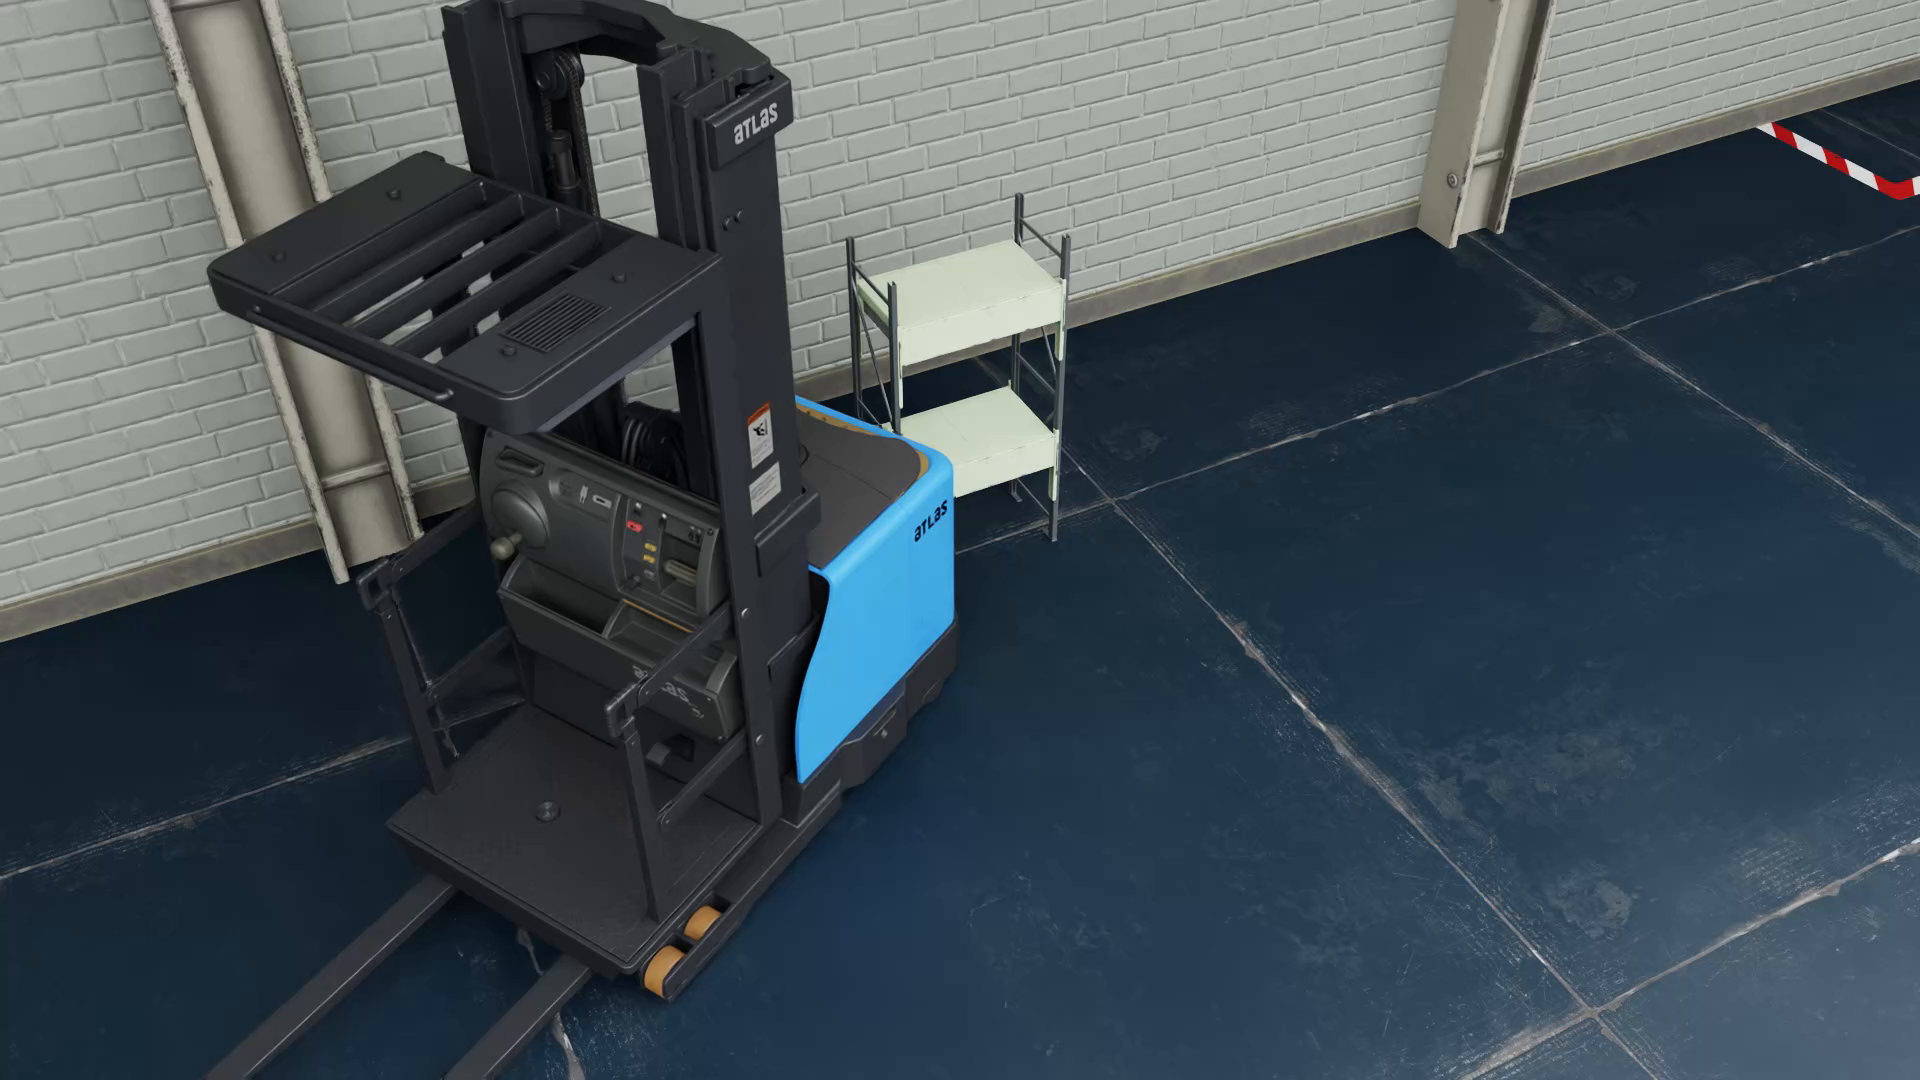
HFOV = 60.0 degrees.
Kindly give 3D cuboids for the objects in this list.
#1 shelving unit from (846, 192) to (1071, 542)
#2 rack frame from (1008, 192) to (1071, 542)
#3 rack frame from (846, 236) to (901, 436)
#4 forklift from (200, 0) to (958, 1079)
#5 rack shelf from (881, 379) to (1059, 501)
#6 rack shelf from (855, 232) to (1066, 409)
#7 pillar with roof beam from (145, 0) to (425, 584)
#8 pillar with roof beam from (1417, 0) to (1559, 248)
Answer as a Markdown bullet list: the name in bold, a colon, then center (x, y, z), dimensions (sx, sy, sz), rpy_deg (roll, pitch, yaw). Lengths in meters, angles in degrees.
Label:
- **shelving unit**: center (-0.006, -0.570, 6.763), dimensions (0.755, 1.500, 0.431), rpy_deg (-19, 44, -21)
- **rack frame**: center (0.319, -0.680, 6.892), dimensions (0.023, 1.500, 0.400), rpy_deg (-19, 44, -21)
- **rack frame**: center (-0.331, -0.461, 6.634), dimensions (0.023, 1.500, 0.400), rpy_deg (-19, 44, -21)
- **forklift**: center (-1.224, 0.035, 4.941), dimensions (1.130, 2.935, 3.031), rpy_deg (22, 45, 24)
- **rack shelf**: center (-0.006, -0.322, 6.974), dimensions (0.720, 0.370, 0.431), rpy_deg (-19, 44, -21)
- **rack shelf**: center (-0.006, -0.868, 6.511), dimensions (0.720, 0.370, 0.431), rpy_deg (-19, 44, -21)
- **pillar with roof beam**: center (-0.541, -0.926, 1.379), dimensions (0.400, 9.000, 9.100), rpy_deg (-19, 44, -21)
- **pillar with roof beam**: center (4.780, -2.717, 3.495), dimensions (0.400, 9.000, 9.100), rpy_deg (-19, 44, -21)
